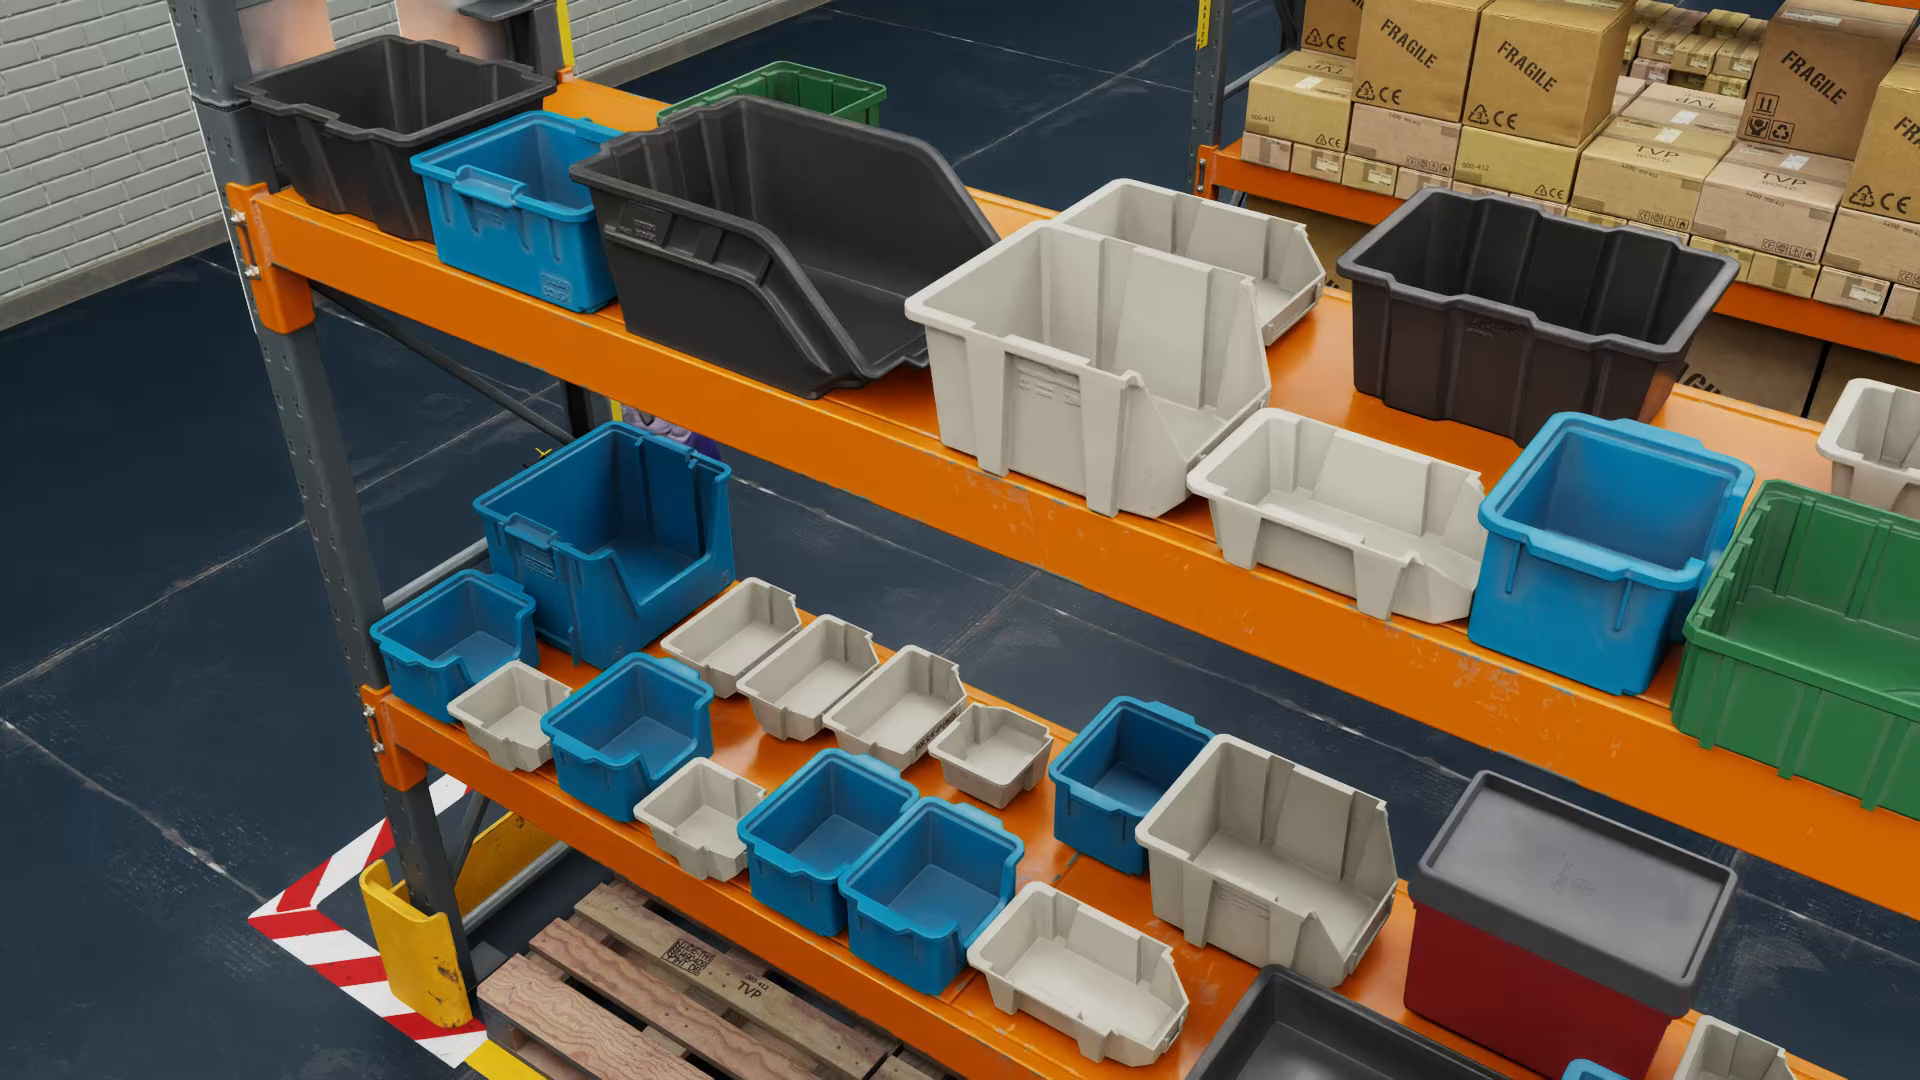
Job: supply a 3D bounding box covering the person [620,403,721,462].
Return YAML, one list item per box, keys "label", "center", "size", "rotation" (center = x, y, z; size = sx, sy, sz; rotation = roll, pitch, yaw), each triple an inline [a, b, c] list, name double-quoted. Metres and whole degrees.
- label: "person"
  center: [-1.176, -0.255, 6.519]
  size: [0.468, 1.663, 0.523]
  rotation: [0, 35, 0]
